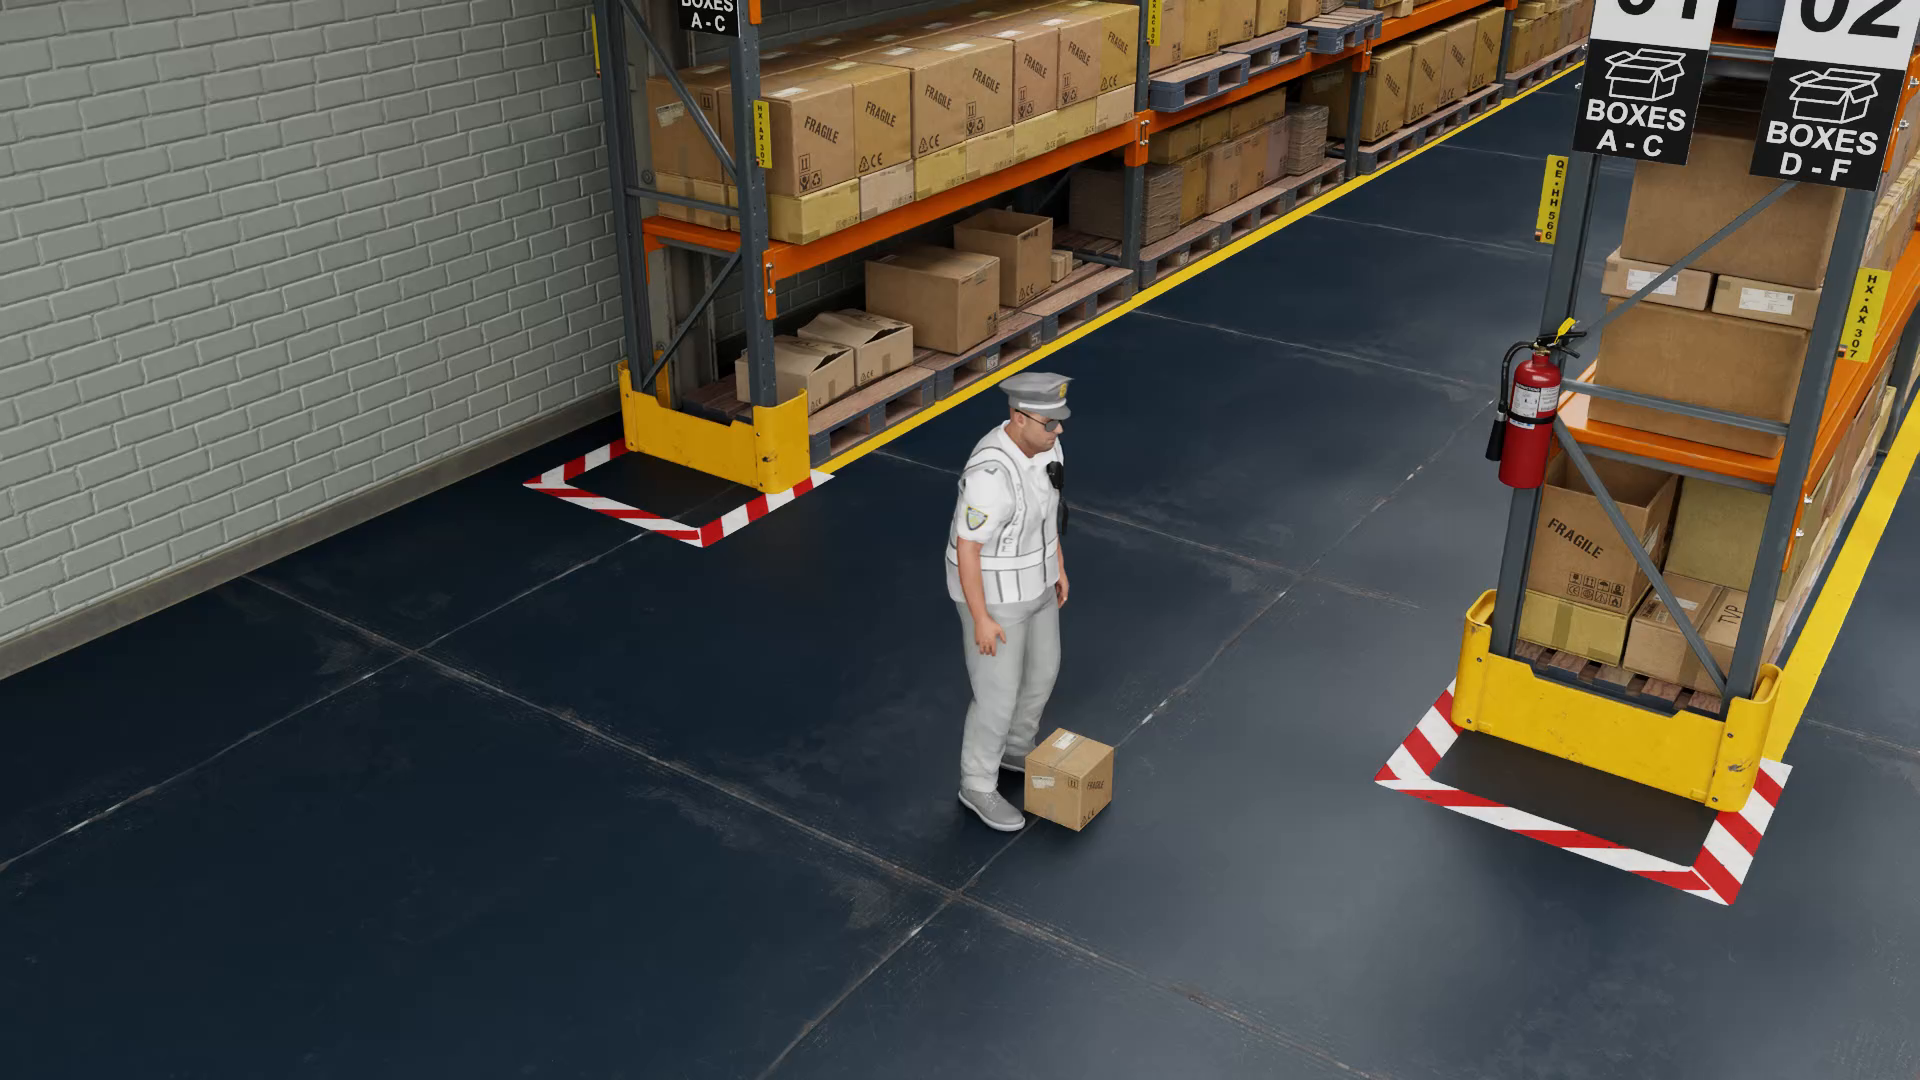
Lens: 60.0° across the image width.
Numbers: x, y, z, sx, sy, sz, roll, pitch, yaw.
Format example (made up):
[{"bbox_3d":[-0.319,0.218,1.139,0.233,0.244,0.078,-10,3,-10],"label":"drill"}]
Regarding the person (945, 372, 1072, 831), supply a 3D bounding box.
[{"bbox_3d":[0.191,0.190,6.231,0.436,1.748,0.587,17,32,31],"label":"person"}]
